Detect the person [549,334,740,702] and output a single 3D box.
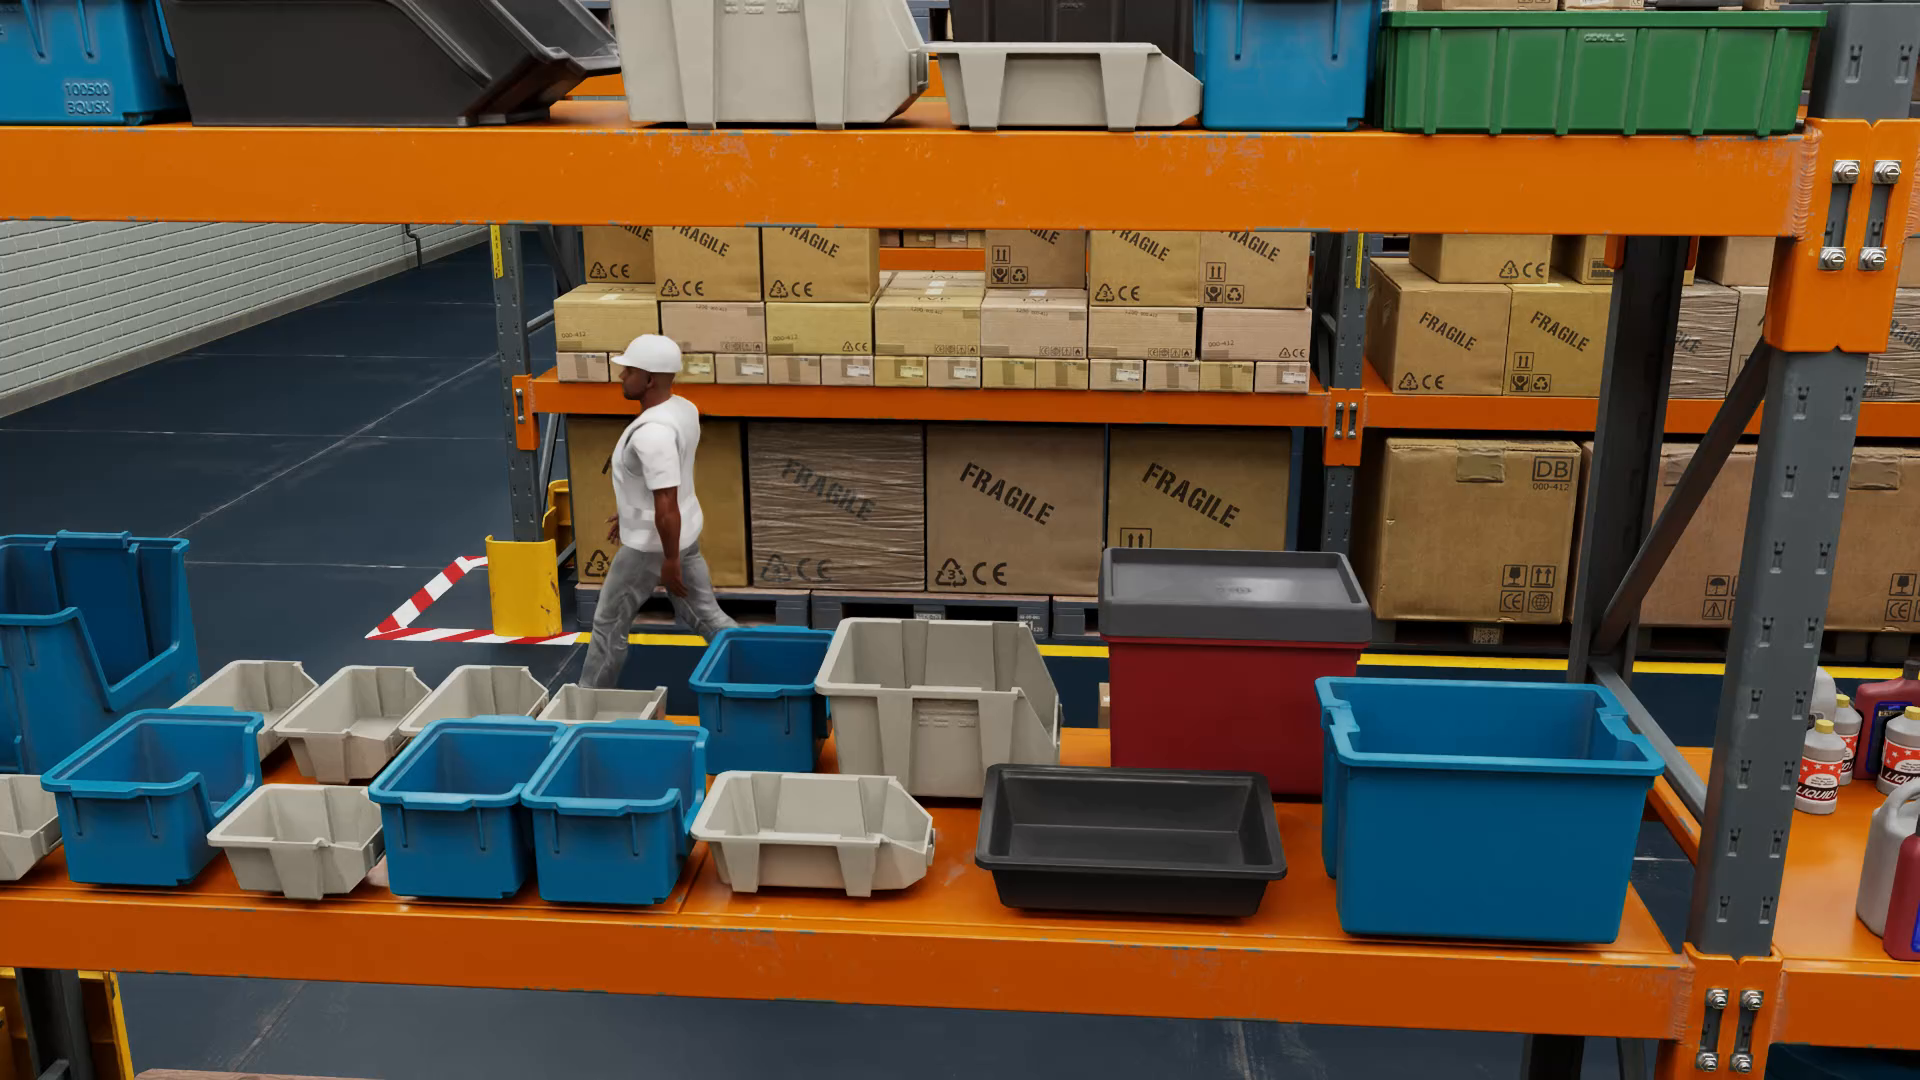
[{"bbox_3d":[-1.338,-0.030,7.087,1.063,1.711,0.576,3,18,8],"label":"person"}]
